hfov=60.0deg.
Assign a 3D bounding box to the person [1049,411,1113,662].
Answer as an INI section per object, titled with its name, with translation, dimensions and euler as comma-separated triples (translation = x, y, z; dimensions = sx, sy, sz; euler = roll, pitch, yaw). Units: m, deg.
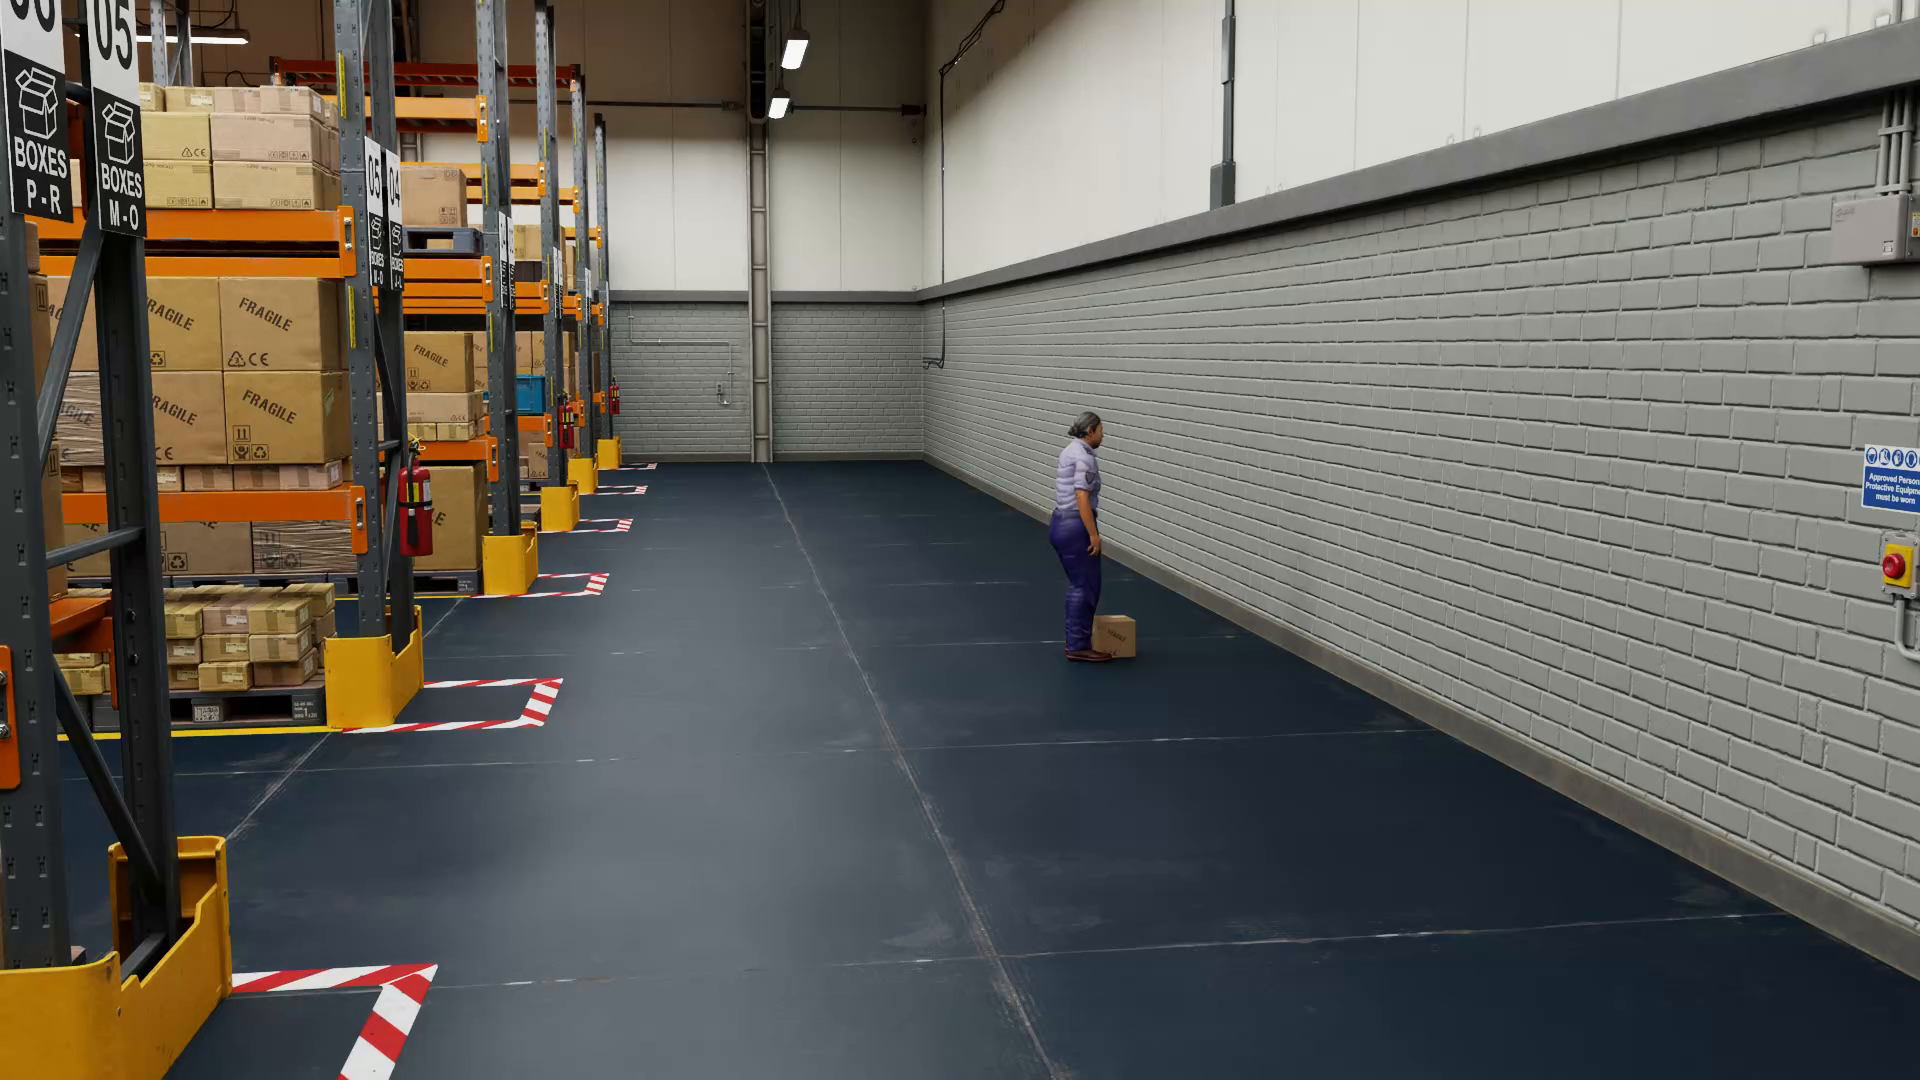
[person]
translation = 0.826, -0.036, 11.182
dimensions = 0.417, 1.652, 0.549
euler = -1, 7, -11
